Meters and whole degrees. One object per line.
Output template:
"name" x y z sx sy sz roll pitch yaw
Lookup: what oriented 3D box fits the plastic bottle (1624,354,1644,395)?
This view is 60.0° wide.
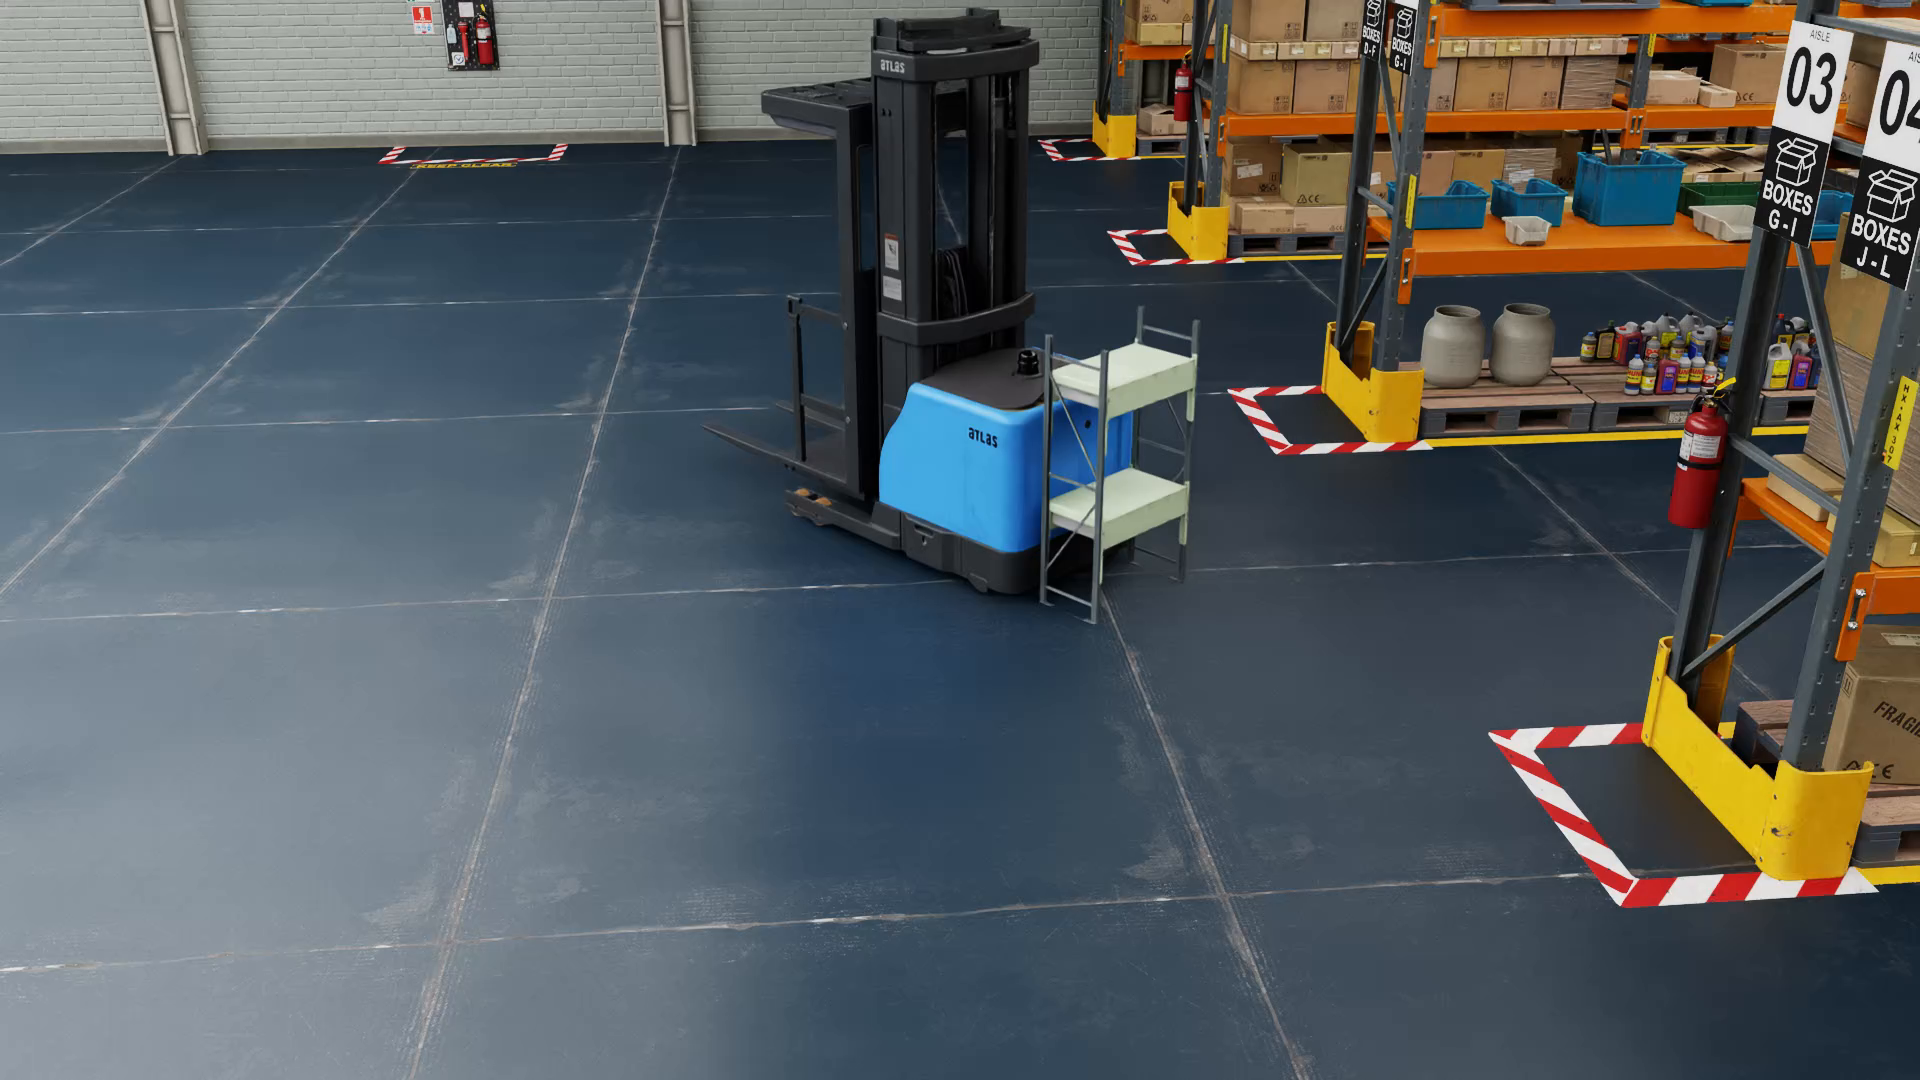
"plastic bottle" 4.643 -1.143 11.446 0.097 0.271 0.097 0 24 0

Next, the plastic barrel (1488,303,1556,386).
"plastic barrel" 3.954 -1.375 11.695 0.421 0.512 0.421 0 24 0

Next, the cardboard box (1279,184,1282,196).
"cardboard box" 3.326 -3.346 16.452 0.500 0.250 0.500 -2 24 -5

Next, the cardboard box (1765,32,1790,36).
"cardboard box" 10.146 -6.380 20.695 0.250 0.149 0.380 -3 24 -6

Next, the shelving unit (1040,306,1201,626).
"shelving unit" 0.839 -0.399 8.800 0.755 1.500 0.431 -22 32 -40

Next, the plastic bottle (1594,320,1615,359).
"plastic bottle" 4.707 -1.465 12.155 0.133 0.283 0.061 -2 24 -4

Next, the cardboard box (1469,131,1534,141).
"cardboard box" 5.316 -3.767 16.478 0.500 0.500 0.500 -2 24 -5

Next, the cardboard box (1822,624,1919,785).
"cardboard box" 3.918 0.692 7.061 0.500 0.500 0.500 2 24 5

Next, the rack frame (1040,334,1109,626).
"rack frame" 0.580 -0.293 8.564 0.023 1.500 0.400 -22 32 -40

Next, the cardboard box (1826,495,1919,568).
"cardboard box" 3.602 -0.041 6.457 0.250 0.149 0.380 -2 24 -5

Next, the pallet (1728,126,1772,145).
"pallet" 10.587 -5.293 21.398 1.213 0.211 1.003 -2 24 -5

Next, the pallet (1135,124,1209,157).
"pallet" 2.722 -4.994 20.725 1.213 0.211 1.003 -2 24 -5

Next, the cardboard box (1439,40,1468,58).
"cardboard box" 4.528 -4.587 15.455 0.250 0.149 0.380 -2 24 -3

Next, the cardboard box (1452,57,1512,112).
"cardboard box" 4.841 -4.388 15.805 0.500 0.500 0.700 -2 24 -4

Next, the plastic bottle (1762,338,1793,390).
"plastic bottle" 5.664 -1.230 11.543 0.185 0.351 0.144 -2 24 -5

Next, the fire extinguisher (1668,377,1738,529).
"fire extinguisher" 3.135 -0.387 7.022 0.183 0.674 0.296 -2 24 -5

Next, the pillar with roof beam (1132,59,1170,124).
"pillar with roof beam" 2.869 -7.626 15.827 0.400 9.000 9.100 -2 24 -5

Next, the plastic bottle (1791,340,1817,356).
"plastic bottle" 5.945 -1.267 11.720 0.135 0.276 0.152 -2 24 -5

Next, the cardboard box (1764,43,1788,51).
"cardboard box" 8.094 -4.515 16.092 0.500 0.500 0.500 -2 24 -5

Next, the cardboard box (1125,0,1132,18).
"cardboard box" 2.282 -6.635 20.221 0.500 0.500 0.500 -3 24 -6

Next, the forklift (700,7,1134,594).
"forklift" -0.411 -1.553 9.635 1.130 2.935 3.031 -22 32 -40

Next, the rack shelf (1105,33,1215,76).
"rack shelf" 3.824 -5.998 20.437 4.000 0.370 1.077 -2 24 -5

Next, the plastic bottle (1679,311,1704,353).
"plastic bottle" 5.334 -1.504 12.159 0.185 0.351 0.144 -2 24 -6

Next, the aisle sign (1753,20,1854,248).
"aisle sign" 3.204 -1.547 6.337 0.004 0.787 0.394 -2 24 -5

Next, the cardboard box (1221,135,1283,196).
"cardboard box" 2.829 -3.664 16.246 0.500 0.500 0.500 -2 24 -5

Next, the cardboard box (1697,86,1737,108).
"cardboard box" 7.207 -4.242 15.910 0.250 0.149 0.380 -2 24 -5

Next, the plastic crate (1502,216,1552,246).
"plastic crate" 3.730 -2.027 10.943 0.250 0.136 0.298 -2 24 -5

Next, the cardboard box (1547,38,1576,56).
"cardboard box" 5.549 -4.628 15.548 0.250 0.149 0.380 -3 24 -7

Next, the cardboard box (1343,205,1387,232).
"cardboard box" 3.875 -3.153 16.018 0.500 0.250 0.500 -2 24 -5

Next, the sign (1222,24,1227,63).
"sign" 2.373 -4.452 14.909 0.005 0.325 0.100 -2 24 -5

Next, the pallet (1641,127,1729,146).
"pallet" 9.018 -5.261 21.327 1.213 0.211 1.003 -2 24 -5

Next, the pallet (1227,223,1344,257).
"pallet" 3.082 -3.018 16.280 1.213 0.211 1.003 -2 24 -5

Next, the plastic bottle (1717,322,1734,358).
"plastic bottle" 5.614 -1.463 12.166 0.097 0.271 0.097 0 24 0

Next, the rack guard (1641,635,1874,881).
"rack guard" 3.370 0.899 7.112 0.348 0.500 1.175 -2 24 -5

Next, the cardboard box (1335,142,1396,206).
"cardboard box" 3.874 -3.500 15.877 0.500 0.500 0.500 -2 24 -5

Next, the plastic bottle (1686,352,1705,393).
"plastic bottle" 5.083 -1.161 11.486 0.097 0.271 0.097 0 24 0

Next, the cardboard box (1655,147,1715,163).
"cardboard box" 7.197 -3.751 16.675 0.500 0.311 0.500 -2 24 -4

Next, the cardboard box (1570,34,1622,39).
"cardboard box" 5.864 -5.023 15.636 0.500 0.500 0.700 -2 24 -5

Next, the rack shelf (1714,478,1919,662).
"rack shelf" 5.285 0.009 6.923 4.000 0.370 1.077 -2 24 -5

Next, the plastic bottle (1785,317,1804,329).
"plastic bottle" 6.109 -1.499 12.241 0.135 0.276 0.152 -1 24 -3

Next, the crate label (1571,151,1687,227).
"crate label" 4.613 -2.441 11.506 0.616 0.435 0.502 -2 24 -5

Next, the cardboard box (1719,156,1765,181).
"cardboard box" 7.755 -3.551 16.223 0.500 0.311 0.500 -3 24 -7

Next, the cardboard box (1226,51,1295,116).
"cardboard box" 2.791 -4.304 15.617 0.500 0.500 0.700 -2 24 -5

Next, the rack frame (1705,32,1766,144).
"rack frame" 9.795 -6.566 20.829 0.127 3.000 1.000 -2 24 -5

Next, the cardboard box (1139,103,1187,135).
"cardboard box" 2.532 -5.210 20.548 0.500 0.311 0.500 -5 24 -11

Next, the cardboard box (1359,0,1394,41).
"cardboard box" 3.868 -4.942 15.456 0.500 0.500 0.700 -2 24 -5

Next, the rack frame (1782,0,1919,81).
"rack frame" 3.295 -2.982 5.379 0.127 3.000 1.000 -2 24 -5

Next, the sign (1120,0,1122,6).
"sign" 1.888 -6.423 19.442 0.005 0.325 0.100 -2 24 -5

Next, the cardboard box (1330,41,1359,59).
"cardboard box" 3.499 -4.546 15.362 0.250 0.149 0.380 -3 24 -6
